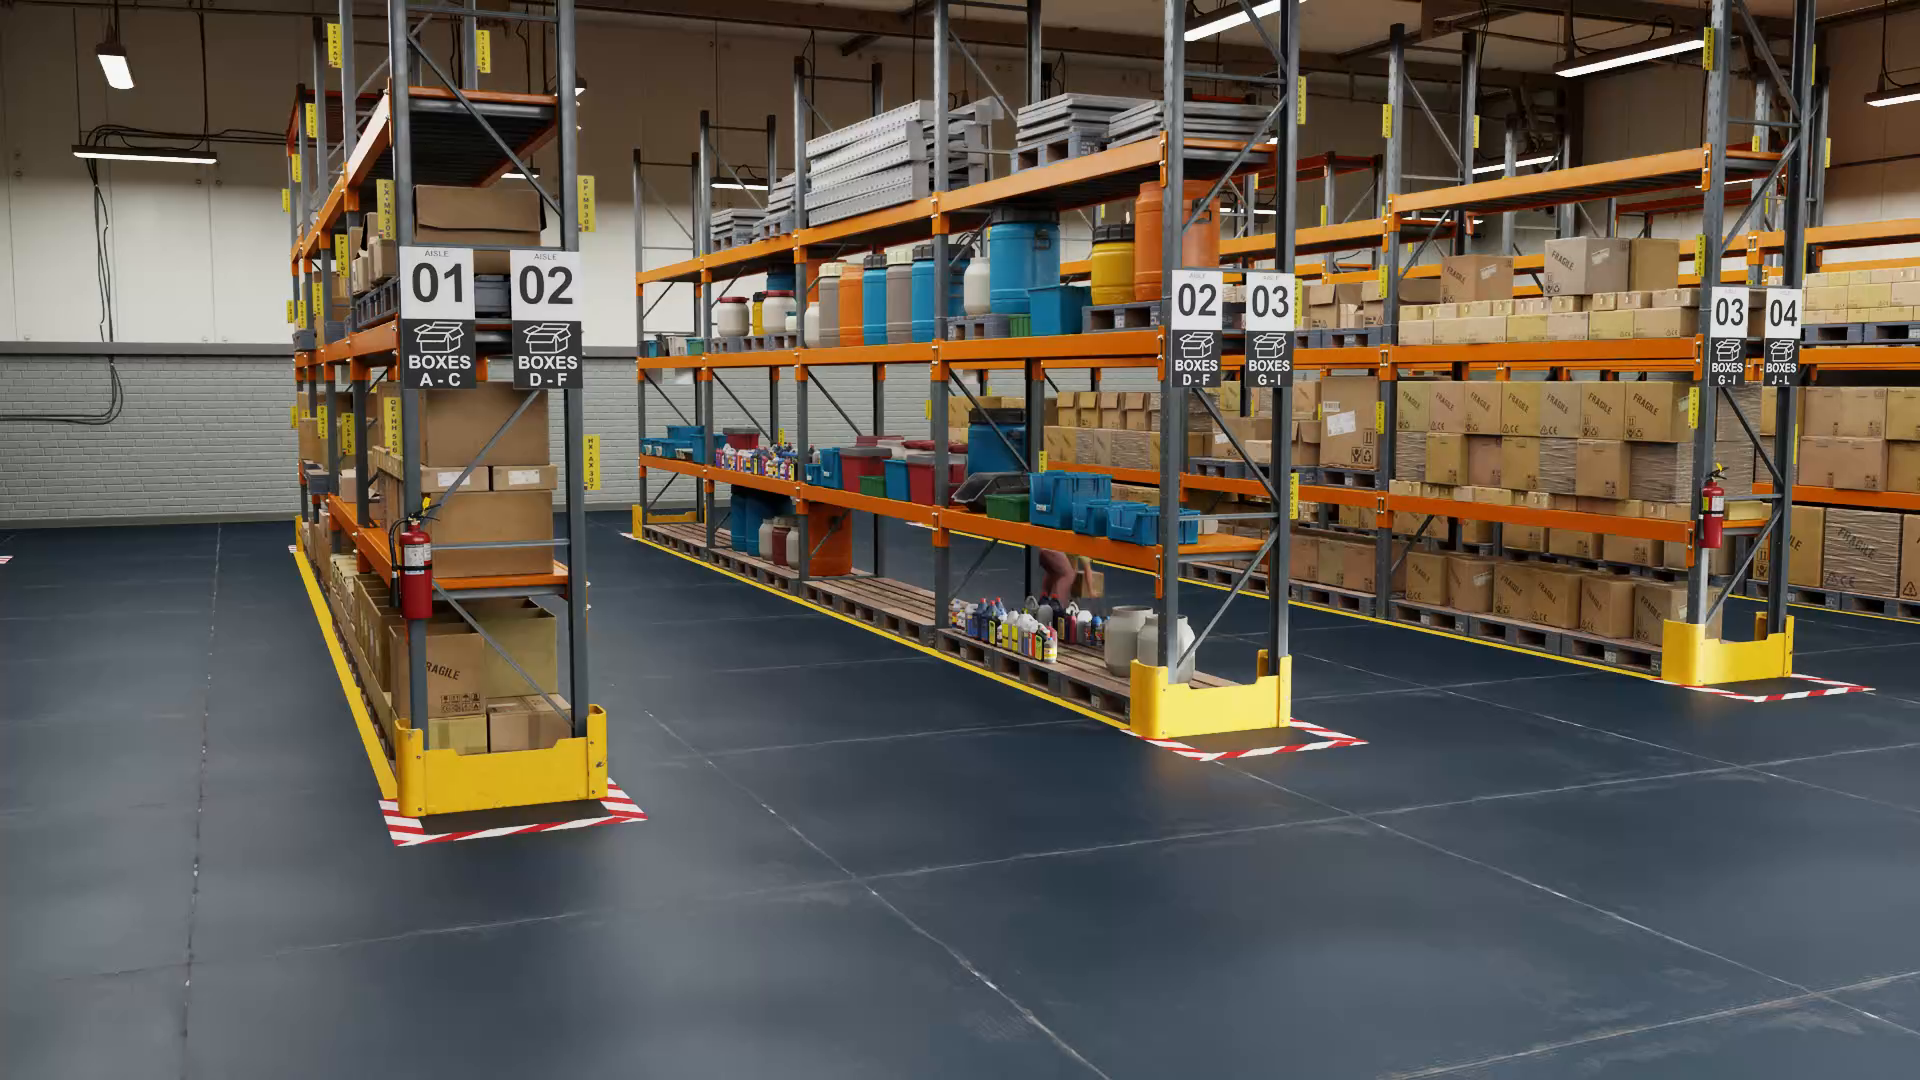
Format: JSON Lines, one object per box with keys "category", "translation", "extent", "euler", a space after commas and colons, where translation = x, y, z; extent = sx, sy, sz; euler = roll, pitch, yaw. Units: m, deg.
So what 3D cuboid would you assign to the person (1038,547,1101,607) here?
{"category": "person", "translation": [1.122, 0.326, 17.304], "extent": [0.865, 0.962, 0.447], "euler": [-3, 6, -26]}
